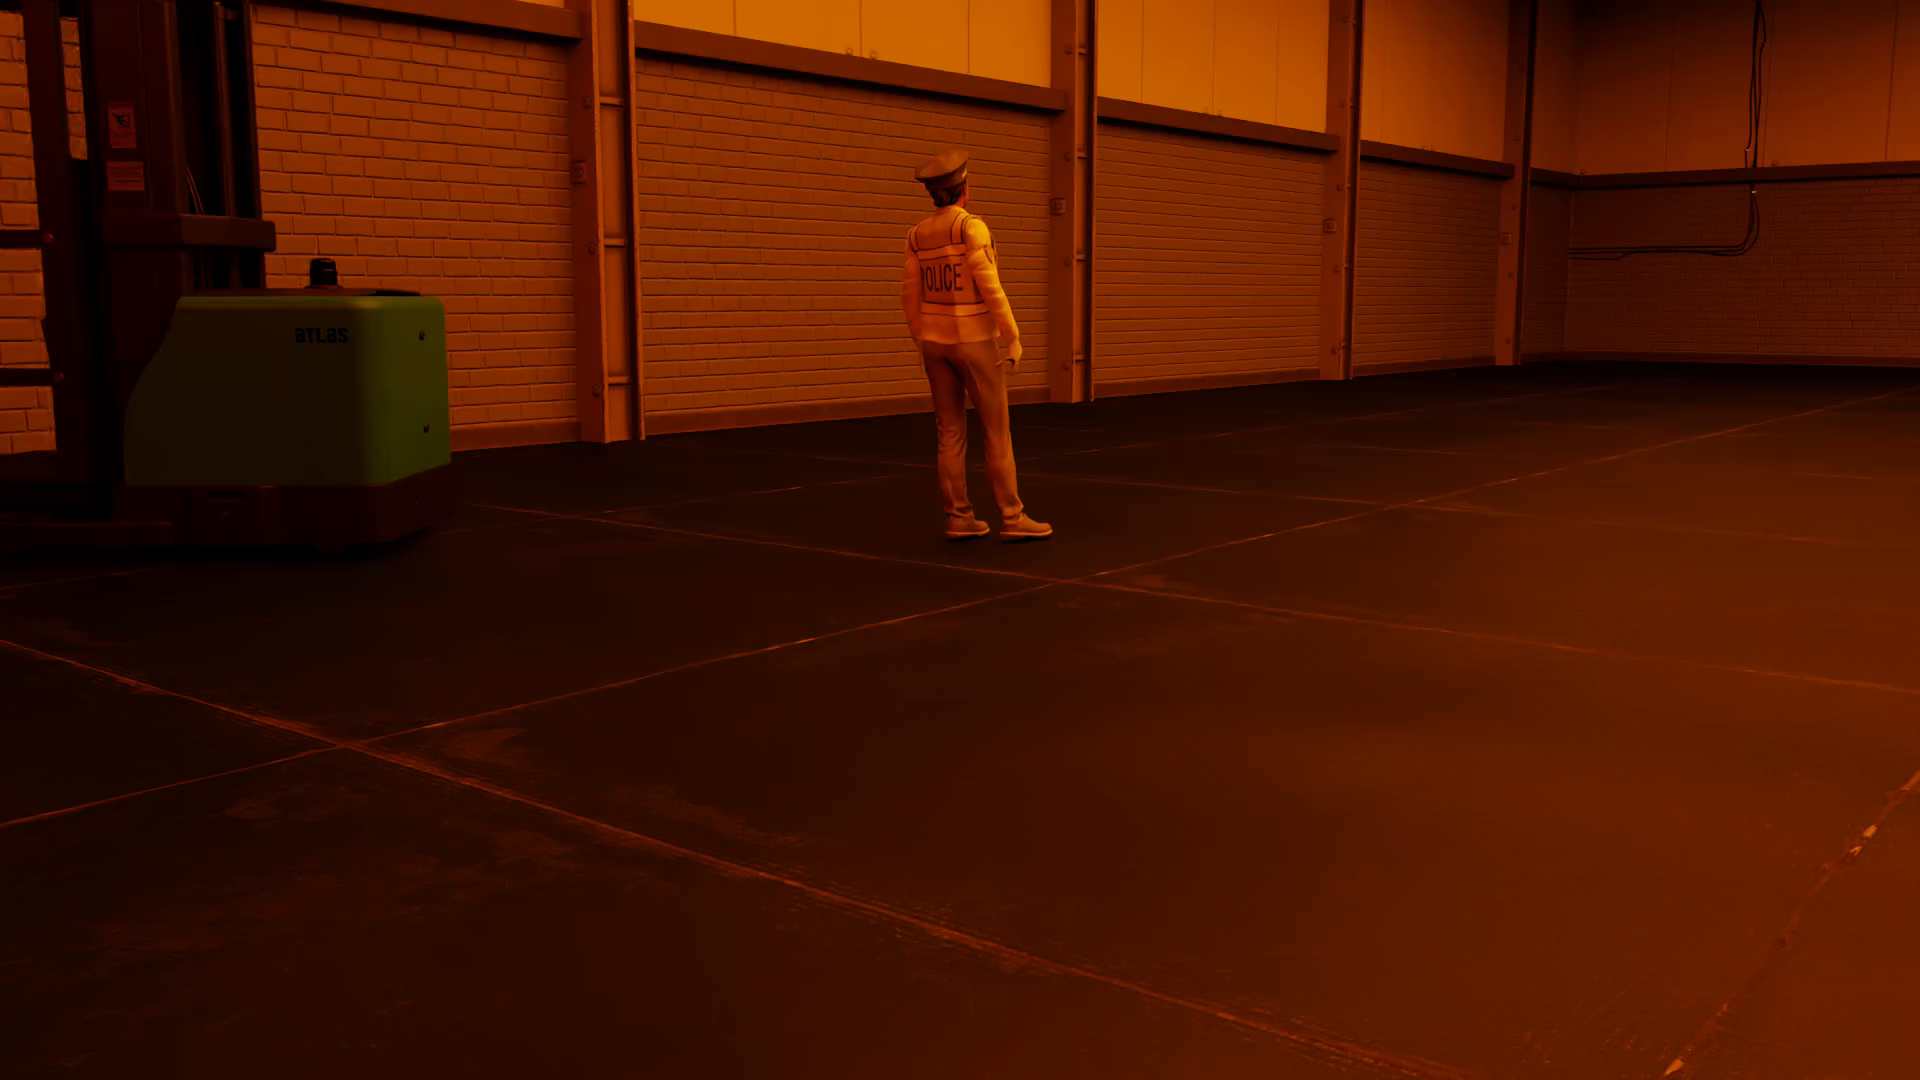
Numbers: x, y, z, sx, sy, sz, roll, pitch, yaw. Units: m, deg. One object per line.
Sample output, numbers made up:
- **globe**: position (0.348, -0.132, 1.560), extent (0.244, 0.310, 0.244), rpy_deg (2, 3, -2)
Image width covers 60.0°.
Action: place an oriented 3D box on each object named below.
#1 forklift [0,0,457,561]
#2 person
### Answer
- **forklift**: position (-3.857, -1.438, 7.108), extent (3.031, 2.935, 1.130), rpy_deg (0, 8, -1)
- **person**: position (0.047, -0.853, 7.329), extent (0.587, 1.696, 0.534), rpy_deg (7, 11, 38)
